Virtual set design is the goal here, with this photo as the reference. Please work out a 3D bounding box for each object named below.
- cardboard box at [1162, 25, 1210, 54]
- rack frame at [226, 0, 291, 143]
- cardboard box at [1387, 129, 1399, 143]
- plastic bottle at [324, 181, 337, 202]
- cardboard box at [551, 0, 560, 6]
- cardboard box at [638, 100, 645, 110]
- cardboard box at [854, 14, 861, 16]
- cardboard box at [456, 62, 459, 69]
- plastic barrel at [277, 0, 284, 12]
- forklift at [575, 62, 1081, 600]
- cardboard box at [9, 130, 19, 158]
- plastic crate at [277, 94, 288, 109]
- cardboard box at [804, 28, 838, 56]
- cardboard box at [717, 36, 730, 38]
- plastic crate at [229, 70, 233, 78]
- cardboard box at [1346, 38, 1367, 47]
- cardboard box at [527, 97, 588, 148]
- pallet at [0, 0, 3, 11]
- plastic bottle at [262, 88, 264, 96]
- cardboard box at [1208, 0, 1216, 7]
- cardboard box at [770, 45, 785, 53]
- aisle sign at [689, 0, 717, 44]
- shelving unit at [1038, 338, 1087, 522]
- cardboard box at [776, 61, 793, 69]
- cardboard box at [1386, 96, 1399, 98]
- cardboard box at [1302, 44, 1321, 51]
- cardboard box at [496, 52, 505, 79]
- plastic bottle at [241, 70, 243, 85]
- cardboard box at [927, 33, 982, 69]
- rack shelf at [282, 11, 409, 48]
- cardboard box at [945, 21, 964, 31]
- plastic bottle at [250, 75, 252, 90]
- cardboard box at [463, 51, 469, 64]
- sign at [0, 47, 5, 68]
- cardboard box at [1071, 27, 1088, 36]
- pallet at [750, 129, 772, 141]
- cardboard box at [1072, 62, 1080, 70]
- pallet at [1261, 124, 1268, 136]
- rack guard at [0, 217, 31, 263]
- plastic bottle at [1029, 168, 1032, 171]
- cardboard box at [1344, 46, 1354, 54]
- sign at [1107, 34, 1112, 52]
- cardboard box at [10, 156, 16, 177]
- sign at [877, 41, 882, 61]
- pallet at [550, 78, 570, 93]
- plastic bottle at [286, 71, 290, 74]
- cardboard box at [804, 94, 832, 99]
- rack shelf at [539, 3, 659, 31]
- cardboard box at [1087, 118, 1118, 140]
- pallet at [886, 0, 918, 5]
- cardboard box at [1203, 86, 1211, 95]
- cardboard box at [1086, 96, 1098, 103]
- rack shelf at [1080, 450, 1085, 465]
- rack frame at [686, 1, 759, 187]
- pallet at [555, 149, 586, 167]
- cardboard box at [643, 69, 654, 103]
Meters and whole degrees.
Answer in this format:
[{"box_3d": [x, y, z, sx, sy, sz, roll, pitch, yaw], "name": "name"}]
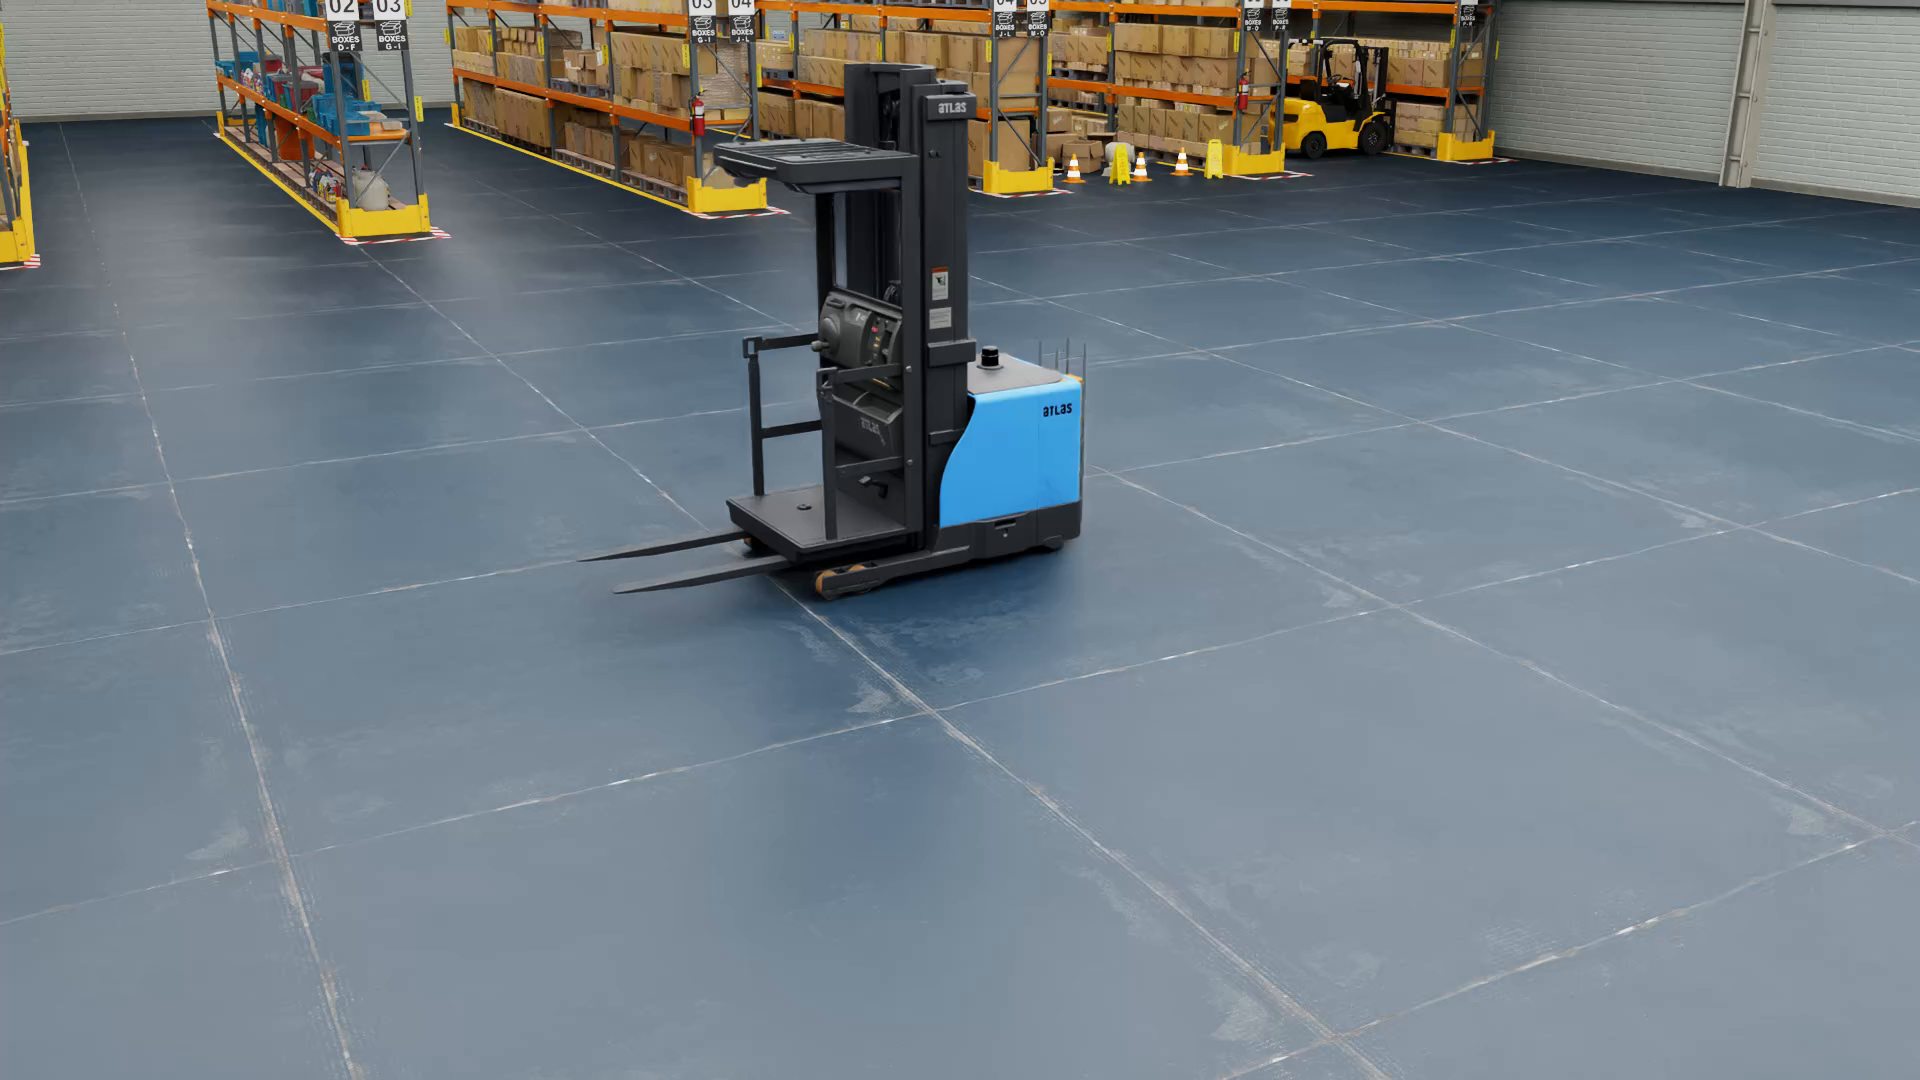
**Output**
[{"box_3d": [4.132, -9.150, 30.407, 0.700, 0.500, 0.500, -10, 21, -27], "name": "cardboard box"}, {"box_3d": [-13.531, -9.078, 32.340, 1.000, 3.000, 0.127, -10, 21, -27], "name": "rack frame"}, {"box_3d": [8.656, -7.979, 32.727, 0.500, 0.250, 0.500, -10, 21, -26], "name": "cardboard box"}, {"box_3d": [-9.186, -5.089, 24.282, 0.152, 0.276, 0.135, -10, 21, -26], "name": "plastic bottle"}, {"box_3d": [-7.030, -9.722, 29.838, 0.500, 0.250, 0.500, -9, 21, -25], "name": "cardboard box"}, {"box_3d": [-4.920, -6.966, 26.606, 0.380, 0.149, 0.250, -10, 21, -27], "name": "cardboard box"}, {"box_3d": [-2.425, -13.210, 41.634, 0.380, 0.149, 0.250, -9, 21, -26], "name": "cardboard box"}, {"box_3d": [-11.070, -10.648, 37.276, 0.380, 0.149, 0.250, -10, 22, -27], "name": "cardboard box"}, {"box_3d": [-10.164, -8.548, 25.439, 0.600, 0.901, 0.708, -10, 21, -27], "name": "plastic barrel"}, {"box_3d": [-0.768, -1.234, 9.715, 3.031, 2.935, 1.130, -11, 22, -29], "name": "forklift"}, {"box_3d": [-16.940, -6.953, 29.341, 0.500, 0.500, 0.500, -10, 21, -26], "name": "cardboard box"}, {"box_3d": [-10.807, -7.137, 27.041, 0.450, 0.188, 0.662, -10, 21, -27], "name": "plastic crate"}, {"box_3d": [-2.655, -9.825, 32.820, 0.700, 0.500, 0.500, -10, 21, -27], "name": "cardboard box"}, {"box_3d": [-3.726, -7.405, 25.351, 0.500, 0.500, 0.500, -10, 21, -27], "name": "cardboard box"}, {"box_3d": [-14.622, -9.435, 33.687, 0.293, 0.136, 0.466, -10, 21, -27], "name": "plastic crate"}, {"box_3d": [7.970, -9.987, 33.373, 0.380, 0.149, 0.250, -9, 21, -25], "name": "cardboard box"}, {"box_3d": [-7.582, -8.092, 32.097, 1.225, 0.875, 0.875, -11, 22, -29], "name": "cardboard box"}, {"box_3d": [-15.591, -8.311, 25.809, 1.213, 0.211, 1.003, -9, 21, -24], "name": "pallet"}, {"box_3d": [-12.238, -7.921, 29.294, 0.097, 0.201, 0.097, 0, 19, 0], "name": "plastic bottle"}, {"box_3d": [4.589, -9.441, 29.180, 0.380, 0.149, 0.250, -9, 21, -25], "name": "cardboard box"}, {"box_3d": [-3.613, -9.939, 33.665, 0.380, 0.149, 0.250, -10, 22, -27], "name": "cardboard box"}, {"box_3d": [-3.708, -7.565, 23.970, 0.394, 0.787, 0.004, -10, 21, -27], "name": "aisle sign"}, {"box_3d": [0.655, -0.694, 10.803, 0.258, 1.200, 0.189, -12, 22, -31], "name": "shelving unit"}, {"box_3d": [-3.498, -9.586, 33.554, 0.380, 0.149, 0.250, -10, 21, -26], "name": "cardboard box"}, {"box_3d": [8.601, -8.823, 33.640, 0.500, 0.250, 0.500, -10, 21, -26], "name": "cardboard box"}, {"box_3d": [7.357, -10.271, 34.650, 0.380, 0.149, 0.250, -9, 21, -25], "name": "cardboard box"}, {"box_3d": [-9.173, -9.721, 34.052, 0.500, 0.500, 0.500, -10, 21, -26], "name": "cardboard box"}, {"box_3d": [-13.732, -8.851, 31.862, 0.061, 0.283, 0.133, -10, 21, -27], "name": "plastic bottle"}, {"box_3d": [-0.057, -8.290, 28.173, 0.875, 0.550, 0.500, -10, 21, -27], "name": "cardboard box"}, {"box_3d": [-8.782, -7.285, 23.649, 1.077, 0.370, 4.000, -10, 21, -27], "name": "rack shelf"}, {"box_3d": [0.007, -11.443, 37.508, 0.500, 0.500, 0.500, -11, 22, -28], "name": "cardboard box"}, {"box_3d": [-13.065, -8.455, 30.733, 0.097, 0.271, 0.097, 0, 19, 0], "name": "plastic bottle"}, {"box_3d": [-10.593, -10.590, 36.497, 0.500, 0.250, 0.500, -11, 22, -28], "name": "cardboard box"}, {"box_3d": [-15.505, -7.797, 26.855, 0.100, 0.325, 0.005, -10, 21, -27], "name": "sign"}, {"box_3d": [2.441, -10.145, 33.185, 0.380, 0.149, 0.250, -11, 22, -29], "name": "cardboard box"}, {"box_3d": [-3.804, -8.692, 35.497, 1.003, 0.211, 1.213, -10, 21, -27], "name": "pallet"}, {"box_3d": [2.473, -9.487, 33.269, 0.380, 0.149, 0.250, -10, 21, -26], "name": "cardboard box"}, {"box_3d": [6.748, -9.091, 36.654, 1.003, 0.211, 1.213, -10, 21, -27], "name": "pallet"}, {"box_3d": [-12.182, -3.678, 20.524, 1.175, 0.500, 0.348, -10, 21, -27], "name": "rack guard"}, {"box_3d": [1.148, -6.602, 29.670, 0.133, 0.061, 0.283, 16, 25, 39], "name": "plastic bottle"}, {"box_3d": [7.959, -9.848, 33.424, 0.380, 0.149, 0.250, -9, 21, -25], "name": "cardboard box"}, {"box_3d": [2.862, -9.544, 31.915, 0.100, 0.325, 0.005, -10, 21, -27], "name": "sign"}, {"box_3d": [-14.550, -5.629, 25.057, 0.500, 0.311, 0.500, -11, 22, -28], "name": "cardboard box"}, {"box_3d": [-1.433, -8.711, 29.622, 0.100, 0.325, 0.005, -10, 21, -27], "name": "sign"}, {"box_3d": [-6.840, -8.418, 30.722, 1.213, 0.211, 1.003, -10, 21, -27], "name": "pallet"}, {"box_3d": [-12.353, -8.463, 30.633, 0.144, 0.351, 0.185, -10, 21, -27], "name": "plastic bottle"}, {"box_3d": [-2.974, -9.043, 34.277, 0.500, 0.250, 0.500, -11, 22, -29], "name": "cardboard box"}, {"box_3d": [-6.323, -9.200, 29.200, 1.077, 0.370, 4.000, -10, 21, -27], "name": "rack shelf"}, {"box_3d": [3.097, -8.190, 33.152, 0.950, 0.372, 0.625, -10, 21, -26], "name": "cardboard box"}, {"box_3d": [-0.581, -9.427, 28.890, 1.003, 0.211, 1.213, -10, 21, -27], "name": "pallet"}, {"box_3d": [4.561, -8.023, 29.668, 0.380, 0.149, 0.250, -10, 22, -28], "name": "cardboard box"}, {"box_3d": [3.393, -11.115, 41.971, 0.380, 0.149, 0.250, -11, 22, -28], "name": "cardboard box"}, {"box_3d": [0.655, -0.538, 10.857, 0.258, 0.103, 0.180, -12, 22, -31], "name": "rack shelf"}, {"box_3d": [-3.474, -6.400, 24.580, 1.000, 3.000, 0.127, -10, 21, -27], "name": "rack frame"}, {"box_3d": [-6.903, -7.154, 31.039, 1.003, 0.211, 1.213, -10, 21, -27], "name": "pallet"}, {"box_3d": [-4.480, -7.170, 26.204, 0.875, 0.500, 0.500, -10, 21, -27], "name": "cardboard box"}]
